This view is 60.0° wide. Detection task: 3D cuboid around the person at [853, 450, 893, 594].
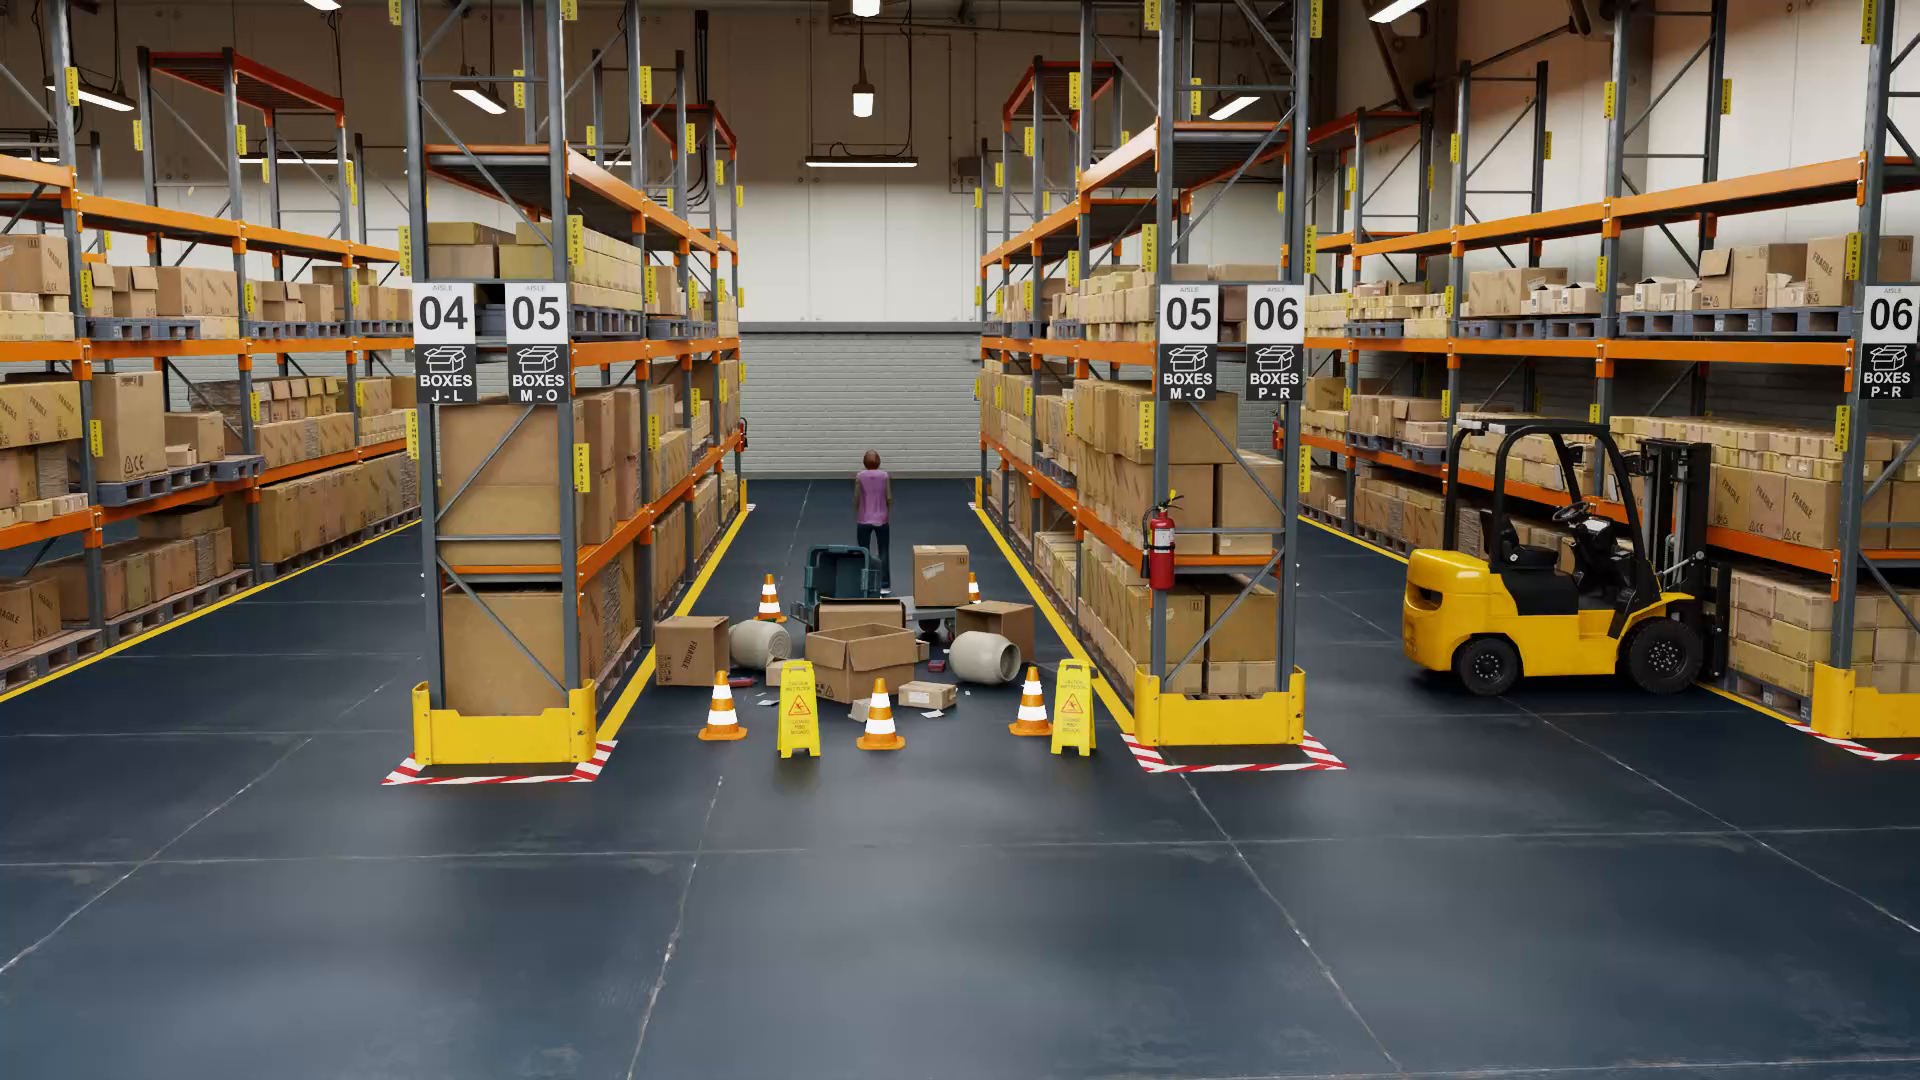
[{"bbox_3d":[-0.964,-0.197,18.378,0.444,1.595,0.411,-1,7,-5],"label":"person"}]
